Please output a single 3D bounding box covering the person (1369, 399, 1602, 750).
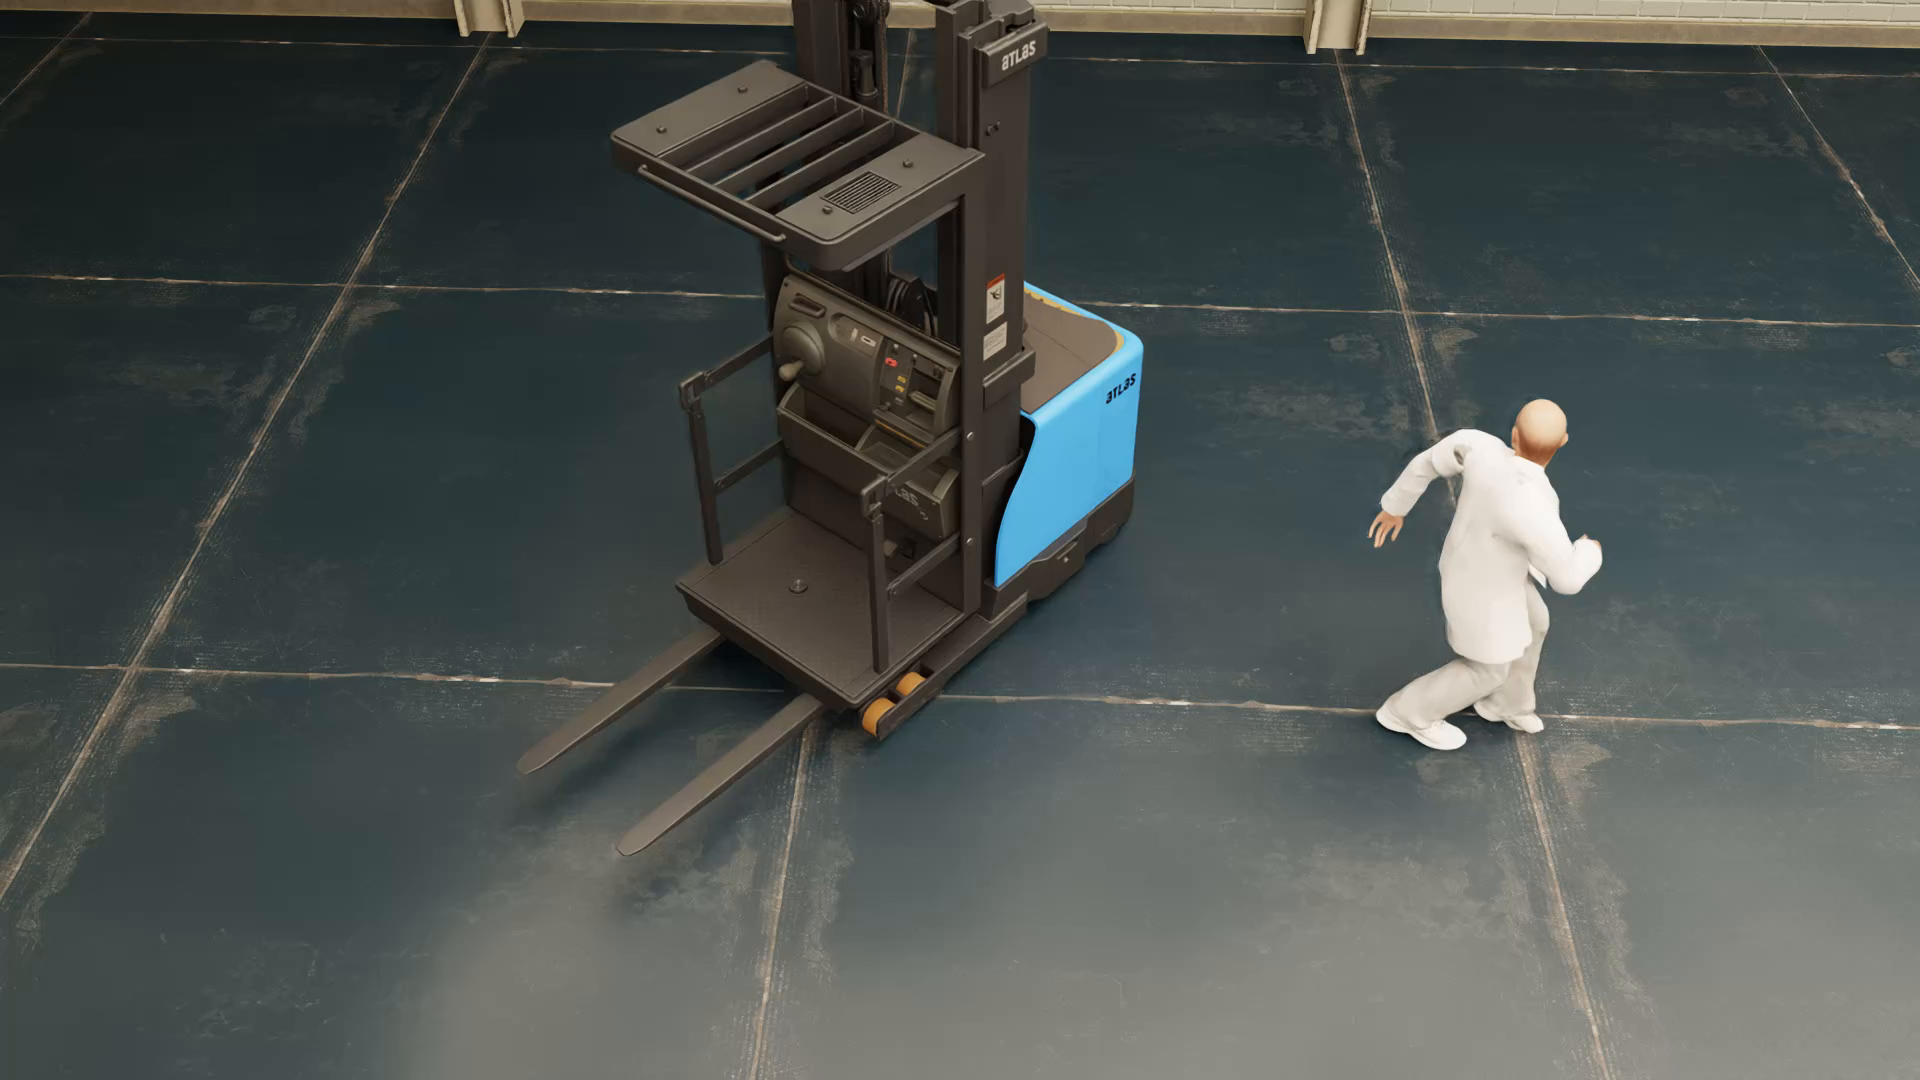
[{"bbox_3d":[2.067,0.176,6.505,0.892,1.781,0.655,2,42,3],"label":"person"}]

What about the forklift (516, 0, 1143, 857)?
[{"bbox_3d":[-0.522,-0.640,6.444,1.130,2.935,3.031,30,50,29],"label":"forklift"}]
